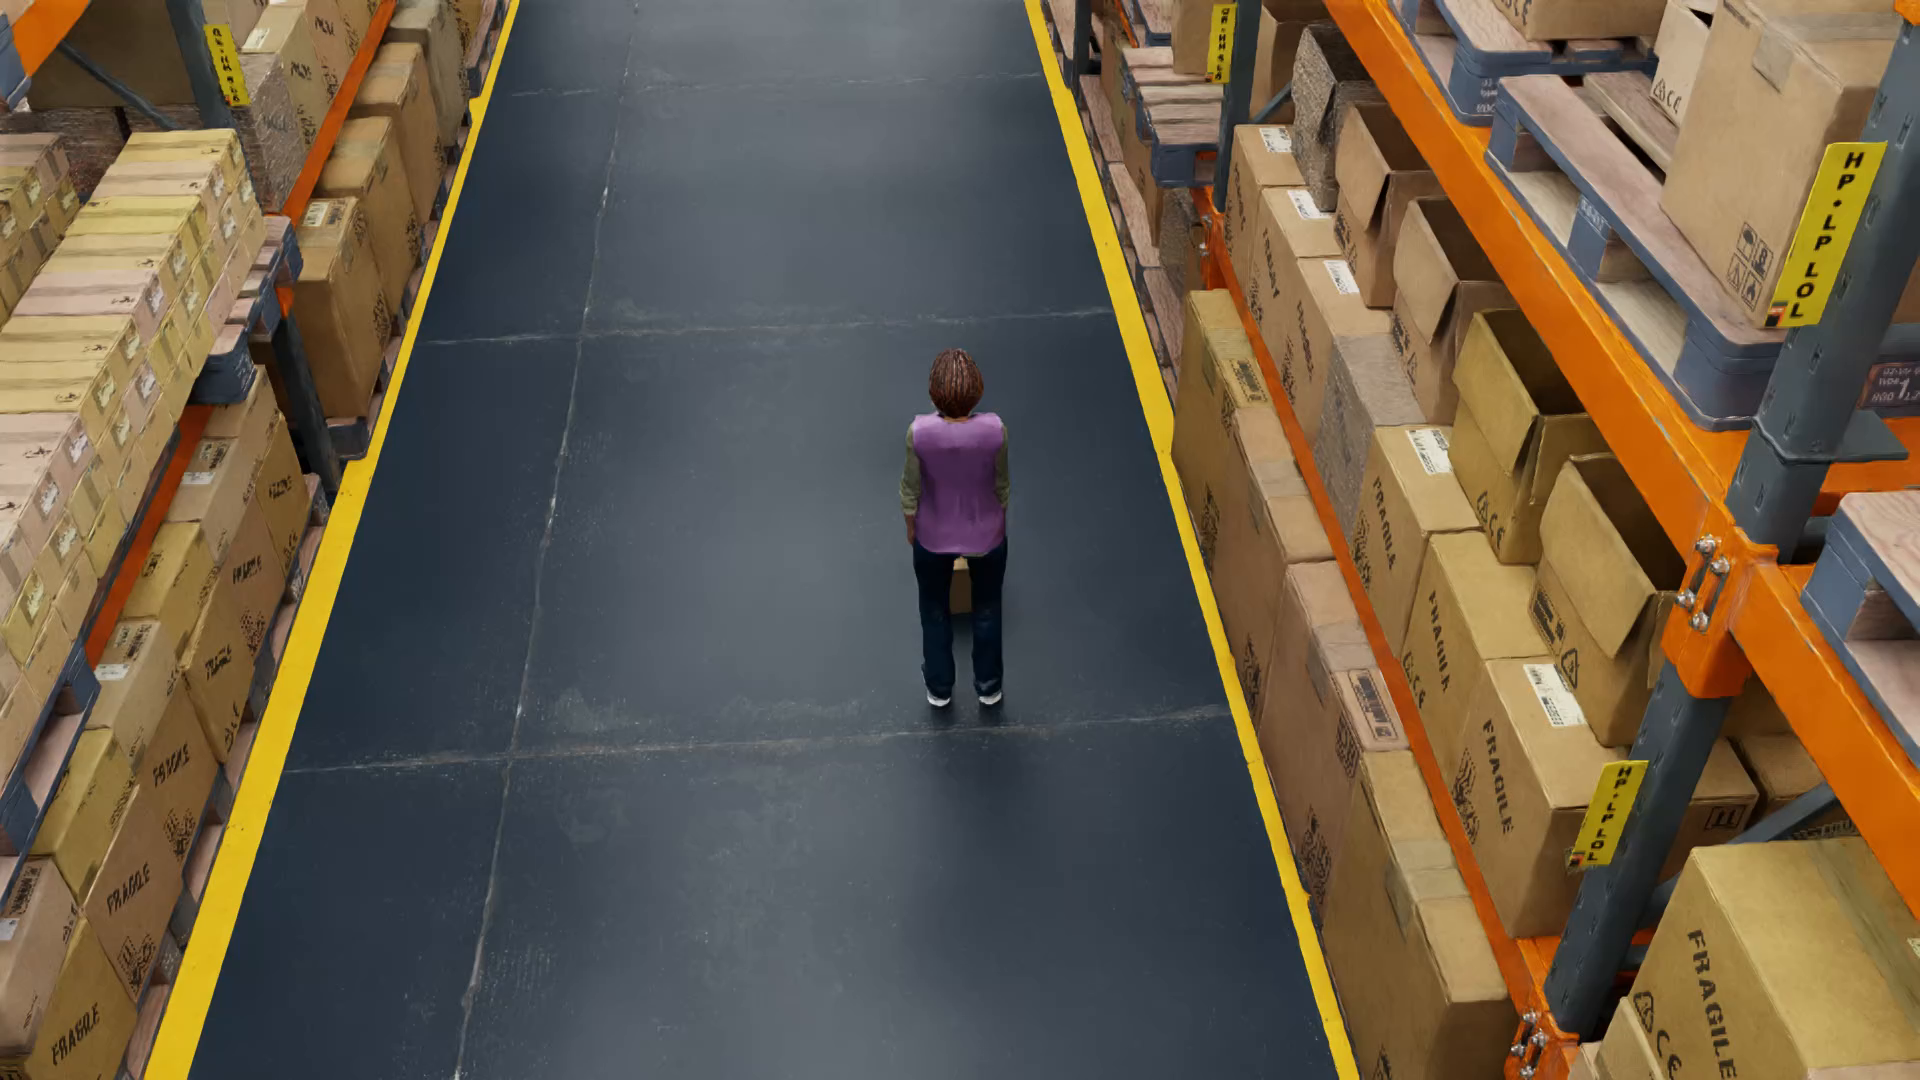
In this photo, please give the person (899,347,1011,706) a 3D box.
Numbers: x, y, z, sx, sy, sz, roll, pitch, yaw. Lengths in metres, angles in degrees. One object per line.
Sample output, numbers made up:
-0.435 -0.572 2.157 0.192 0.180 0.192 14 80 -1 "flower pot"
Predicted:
-0.019 -0.020 6.193 0.407 1.594 0.299 -1 40 -2 "person"
